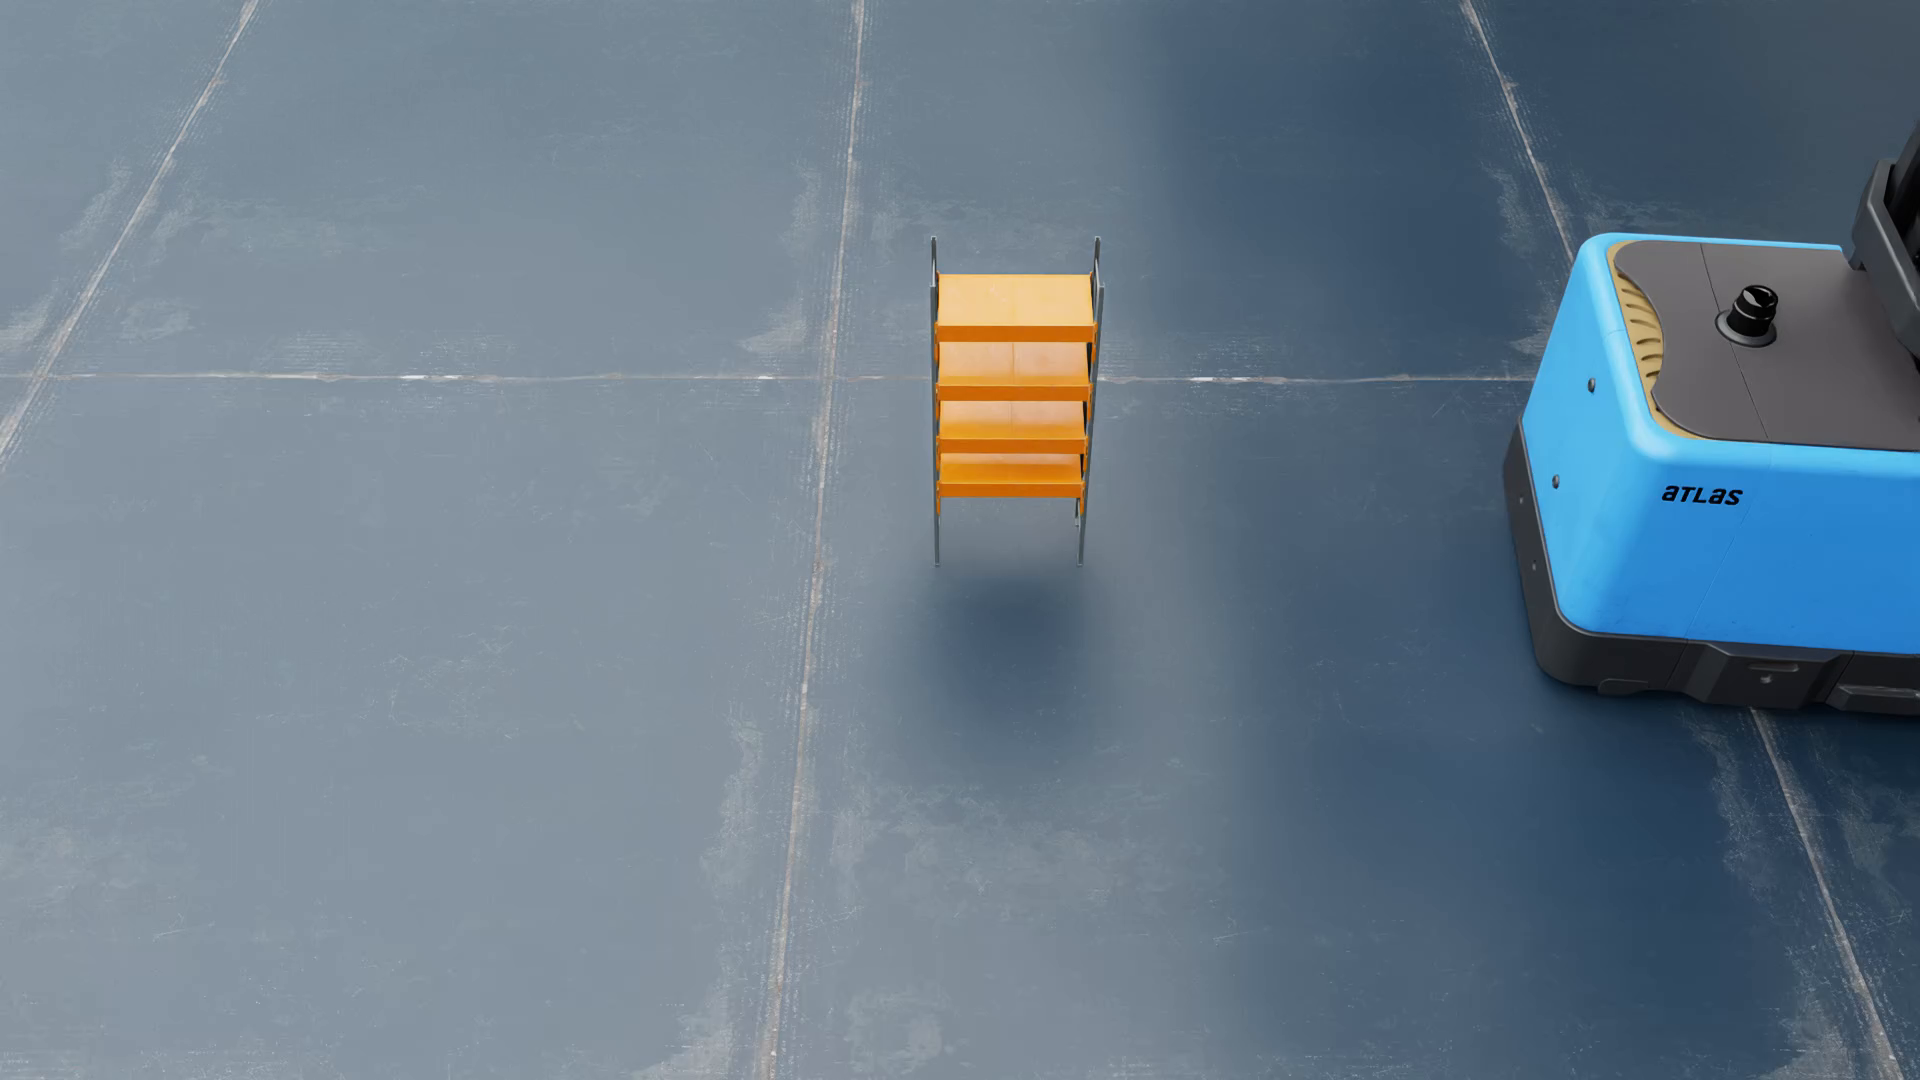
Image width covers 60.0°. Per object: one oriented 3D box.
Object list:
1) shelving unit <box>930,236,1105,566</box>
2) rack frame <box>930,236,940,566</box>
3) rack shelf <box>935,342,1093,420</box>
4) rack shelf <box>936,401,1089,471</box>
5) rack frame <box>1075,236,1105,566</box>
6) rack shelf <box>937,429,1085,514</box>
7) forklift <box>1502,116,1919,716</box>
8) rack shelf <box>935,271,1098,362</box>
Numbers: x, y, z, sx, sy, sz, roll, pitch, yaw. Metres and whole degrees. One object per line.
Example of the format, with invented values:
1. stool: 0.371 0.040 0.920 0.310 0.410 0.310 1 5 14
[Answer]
1. shelving unit: 0.166 -0.408 5.310 0.503 1.200 0.258 0 47 0
2. rack frame: -0.078 -0.409 5.311 0.015 1.200 0.240 0 47 0
3. rack shelf: 0.166 -0.515 5.196 0.480 0.148 0.258 0 47 0
4. rack shelf: 0.166 -0.362 5.360 0.480 0.148 0.258 0 47 0
5. rack frame: 0.410 -0.408 5.310 0.015 1.200 0.240 0 47 0
6. rack shelf: 0.166 -0.227 5.505 0.480 0.148 0.258 0 47 0
7. forklift: 3.384 -0.782 4.476 3.031 2.935 1.130 4 47 4
8. rack shelf: 0.166 -0.676 5.023 0.480 0.148 0.258 0 47 0
